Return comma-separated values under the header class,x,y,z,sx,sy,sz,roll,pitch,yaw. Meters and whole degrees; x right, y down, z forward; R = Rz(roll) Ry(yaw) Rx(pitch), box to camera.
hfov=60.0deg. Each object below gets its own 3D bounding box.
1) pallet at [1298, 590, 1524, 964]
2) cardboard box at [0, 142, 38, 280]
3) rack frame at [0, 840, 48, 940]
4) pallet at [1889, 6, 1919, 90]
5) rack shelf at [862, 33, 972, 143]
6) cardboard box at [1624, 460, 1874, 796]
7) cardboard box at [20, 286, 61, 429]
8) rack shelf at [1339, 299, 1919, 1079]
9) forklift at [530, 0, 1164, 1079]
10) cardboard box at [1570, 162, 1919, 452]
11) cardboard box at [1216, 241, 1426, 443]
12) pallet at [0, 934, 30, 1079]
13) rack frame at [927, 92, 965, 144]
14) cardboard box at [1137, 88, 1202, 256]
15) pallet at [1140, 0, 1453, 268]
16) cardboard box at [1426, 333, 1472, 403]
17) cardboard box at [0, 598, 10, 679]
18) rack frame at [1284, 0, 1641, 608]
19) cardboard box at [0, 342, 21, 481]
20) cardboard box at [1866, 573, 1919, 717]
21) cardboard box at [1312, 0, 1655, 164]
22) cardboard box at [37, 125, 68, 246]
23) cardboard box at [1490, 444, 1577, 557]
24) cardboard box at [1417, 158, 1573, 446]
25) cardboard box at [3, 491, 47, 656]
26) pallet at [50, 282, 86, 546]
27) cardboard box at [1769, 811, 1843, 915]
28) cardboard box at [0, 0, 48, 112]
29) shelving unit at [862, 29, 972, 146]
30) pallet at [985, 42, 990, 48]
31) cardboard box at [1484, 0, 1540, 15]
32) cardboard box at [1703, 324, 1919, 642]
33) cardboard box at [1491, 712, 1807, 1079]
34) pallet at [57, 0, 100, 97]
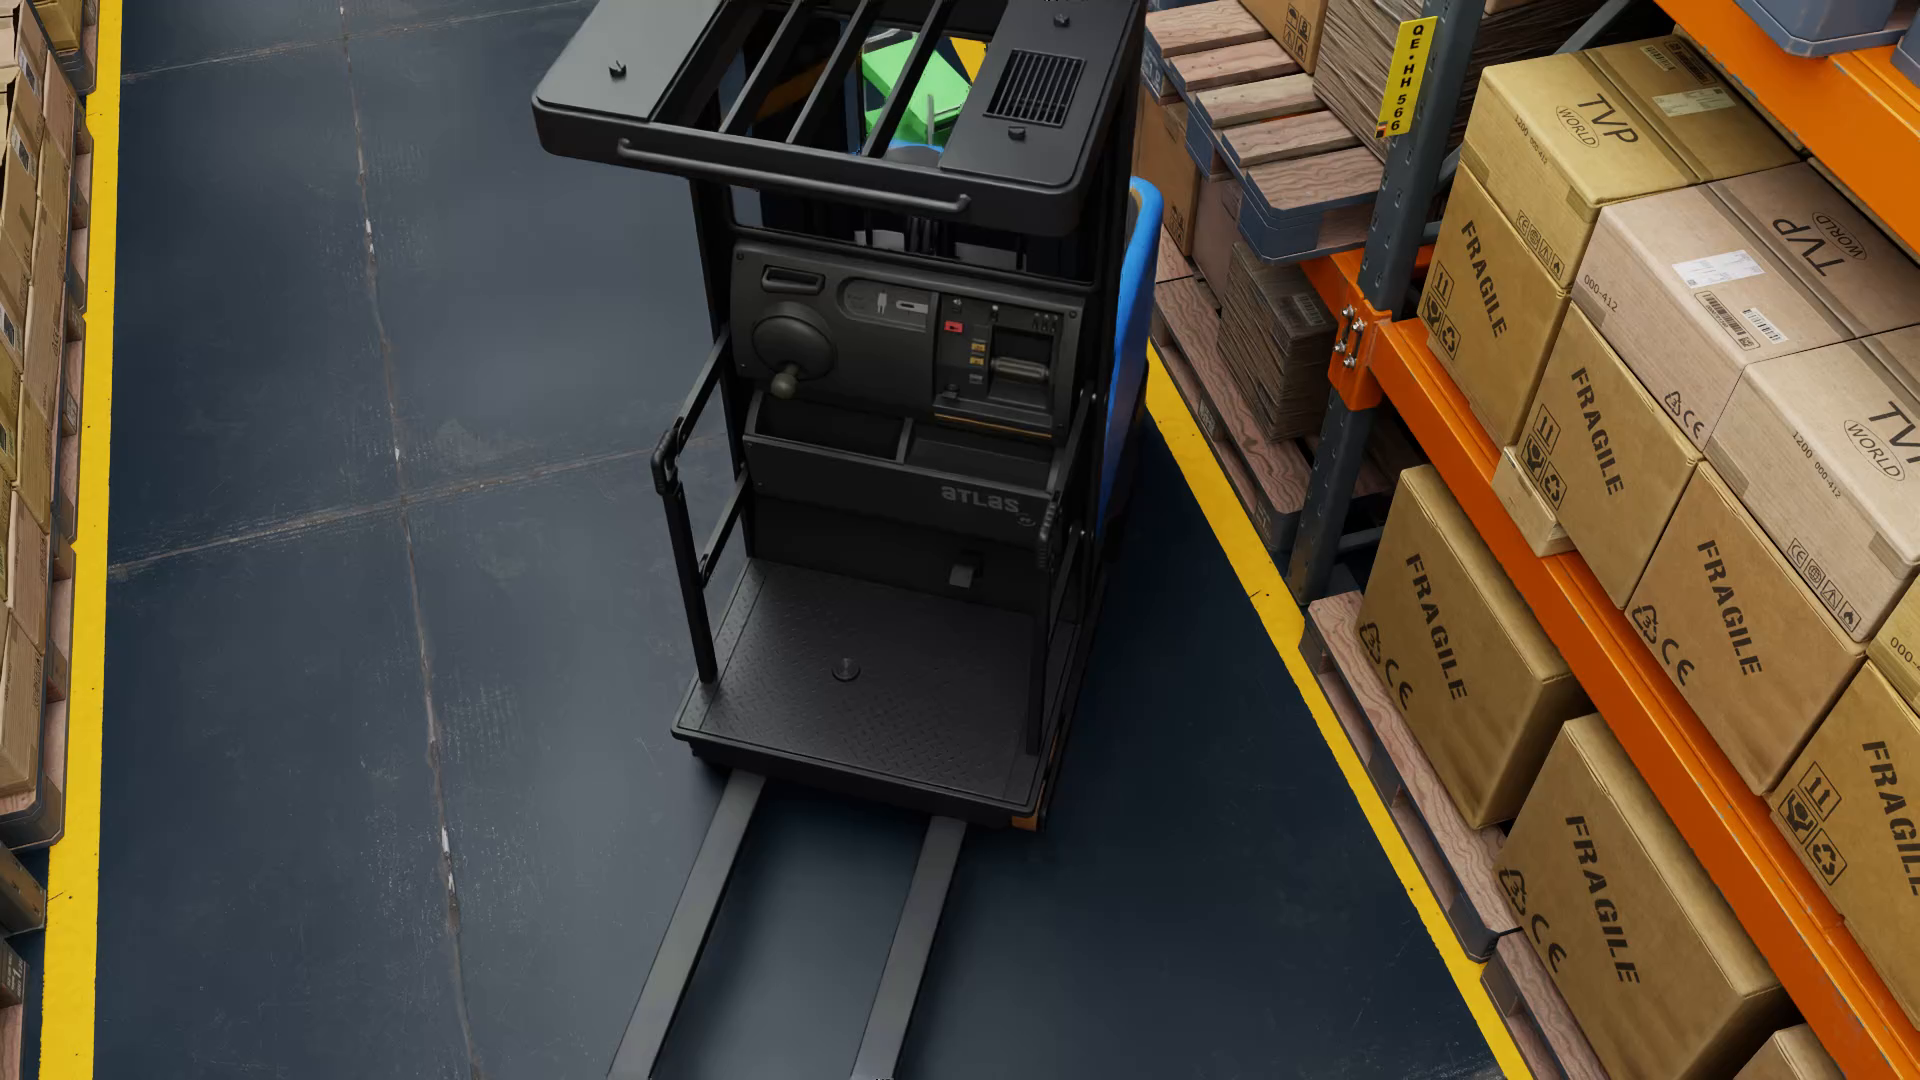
class,x,y,z,sx,sy,sz,roll,pitch,yaw
pallet,1.757,0.594,5.111,1.003,0.211,1.213,-13,51,-11
cardboard box,-3.620,-1.151,5.916,0.500,0.311,0.500,-13,51,-11
rack frame,-3.136,0.225,3.598,1.000,3.000,0.127,-13,51,-11
pallet,2.170,-0.529,2.396,1.003,0.211,1.213,-11,51,-9
rack shelf,-0.124,-1.531,5.711,0.258,0.148,0.480,-24,54,-19
cardboard box,1.786,0.128,3.407,0.500,0.500,0.500,-14,51,-11
cardboard box,-3.470,-0.592,5.811,0.500,0.250,0.500,-12,51,-10
rack shelf,2.187,0.795,3.588,1.077,0.370,4.000,-13,51,-11
forklift,-0.201,-0.409,4.177,1.130,2.935,3.031,11,51,9
cardboard box,1.643,-0.491,3.439,0.500,0.250,0.500,-14,51,-11
cardboard box,1.333,-0.747,5.765,0.700,0.500,0.500,-13,51,-10
pallet,-2.951,1.678,4.197,1.003,0.211,1.213,-13,51,-11
rack frame,-0.003,-1.101,5.892,0.240,1.200,0.015,-24,54,-19
cardboard box,1.117,-1.506,6.405,0.700,0.500,0.500,-14,51,-11
pallet,1.283,-1.332,5.036,1.213,0.211,1.003,-13,51,-11
cardboard box,1.471,-0.530,4.386,0.380,0.149,0.250,-14,51,-12
cardboard box,-3.010,0.347,4.653,0.500,0.311,0.500,-12,51,-10
rack frame,1.595,-0.897,4.545,1.000,3.000,0.127,-13,51,-11
cardboard box,-3.322,-0.408,5.289,0.500,0.311,0.500,-15,51,-12
cardboard box,1.952,0.244,2.819,0.500,0.250,0.500,-14,51,-12
cardboard box,1.447,-1.412,4.626,0.700,0.500,0.500,-19,52,-15
cardboard box,-3.771,-1.338,6.440,0.500,0.250,0.500,-14,51,-12
cardboard box,1.535,-0.131,4.049,0.380,0.149,0.250,-12,51,-10
cardboard box,1.495,-0.619,4.037,0.500,0.500,0.500,-12,51,-10
cardboard box,-3.159,0.161,5.176,0.500,0.250,0.500,-15,51,-12
pallet,-3.699,-0.375,5.928,1.003,0.211,1.213,-13,51,-11
cardboard box,1.935,0.588,3.444,0.380,0.149,0.250,-13,51,-11
cardboard box,-3.925,-1.895,6.542,0.500,0.311,0.500,-13,51,-11
shelving unit,-0.126,-1.262,6.028,0.258,1.200,0.503,-24,54,-19
pallet,0.644,-2.352,7.594,1.003,0.211,1.213,-13,51,-11
cardboard box,1.465,-1.526,4.297,0.380,0.149,0.250,-19,53,-16
cardboard box,1.795,-0.127,3.132,0.500,0.250,0.500,-13,51,-11
cardboard box,1.940,0.868,4.188,0.750,0.750,0.750,-14,51,-11
pallet,-4.514,-2.388,7.625,1.003,0.211,1.213,-13,51,-11
